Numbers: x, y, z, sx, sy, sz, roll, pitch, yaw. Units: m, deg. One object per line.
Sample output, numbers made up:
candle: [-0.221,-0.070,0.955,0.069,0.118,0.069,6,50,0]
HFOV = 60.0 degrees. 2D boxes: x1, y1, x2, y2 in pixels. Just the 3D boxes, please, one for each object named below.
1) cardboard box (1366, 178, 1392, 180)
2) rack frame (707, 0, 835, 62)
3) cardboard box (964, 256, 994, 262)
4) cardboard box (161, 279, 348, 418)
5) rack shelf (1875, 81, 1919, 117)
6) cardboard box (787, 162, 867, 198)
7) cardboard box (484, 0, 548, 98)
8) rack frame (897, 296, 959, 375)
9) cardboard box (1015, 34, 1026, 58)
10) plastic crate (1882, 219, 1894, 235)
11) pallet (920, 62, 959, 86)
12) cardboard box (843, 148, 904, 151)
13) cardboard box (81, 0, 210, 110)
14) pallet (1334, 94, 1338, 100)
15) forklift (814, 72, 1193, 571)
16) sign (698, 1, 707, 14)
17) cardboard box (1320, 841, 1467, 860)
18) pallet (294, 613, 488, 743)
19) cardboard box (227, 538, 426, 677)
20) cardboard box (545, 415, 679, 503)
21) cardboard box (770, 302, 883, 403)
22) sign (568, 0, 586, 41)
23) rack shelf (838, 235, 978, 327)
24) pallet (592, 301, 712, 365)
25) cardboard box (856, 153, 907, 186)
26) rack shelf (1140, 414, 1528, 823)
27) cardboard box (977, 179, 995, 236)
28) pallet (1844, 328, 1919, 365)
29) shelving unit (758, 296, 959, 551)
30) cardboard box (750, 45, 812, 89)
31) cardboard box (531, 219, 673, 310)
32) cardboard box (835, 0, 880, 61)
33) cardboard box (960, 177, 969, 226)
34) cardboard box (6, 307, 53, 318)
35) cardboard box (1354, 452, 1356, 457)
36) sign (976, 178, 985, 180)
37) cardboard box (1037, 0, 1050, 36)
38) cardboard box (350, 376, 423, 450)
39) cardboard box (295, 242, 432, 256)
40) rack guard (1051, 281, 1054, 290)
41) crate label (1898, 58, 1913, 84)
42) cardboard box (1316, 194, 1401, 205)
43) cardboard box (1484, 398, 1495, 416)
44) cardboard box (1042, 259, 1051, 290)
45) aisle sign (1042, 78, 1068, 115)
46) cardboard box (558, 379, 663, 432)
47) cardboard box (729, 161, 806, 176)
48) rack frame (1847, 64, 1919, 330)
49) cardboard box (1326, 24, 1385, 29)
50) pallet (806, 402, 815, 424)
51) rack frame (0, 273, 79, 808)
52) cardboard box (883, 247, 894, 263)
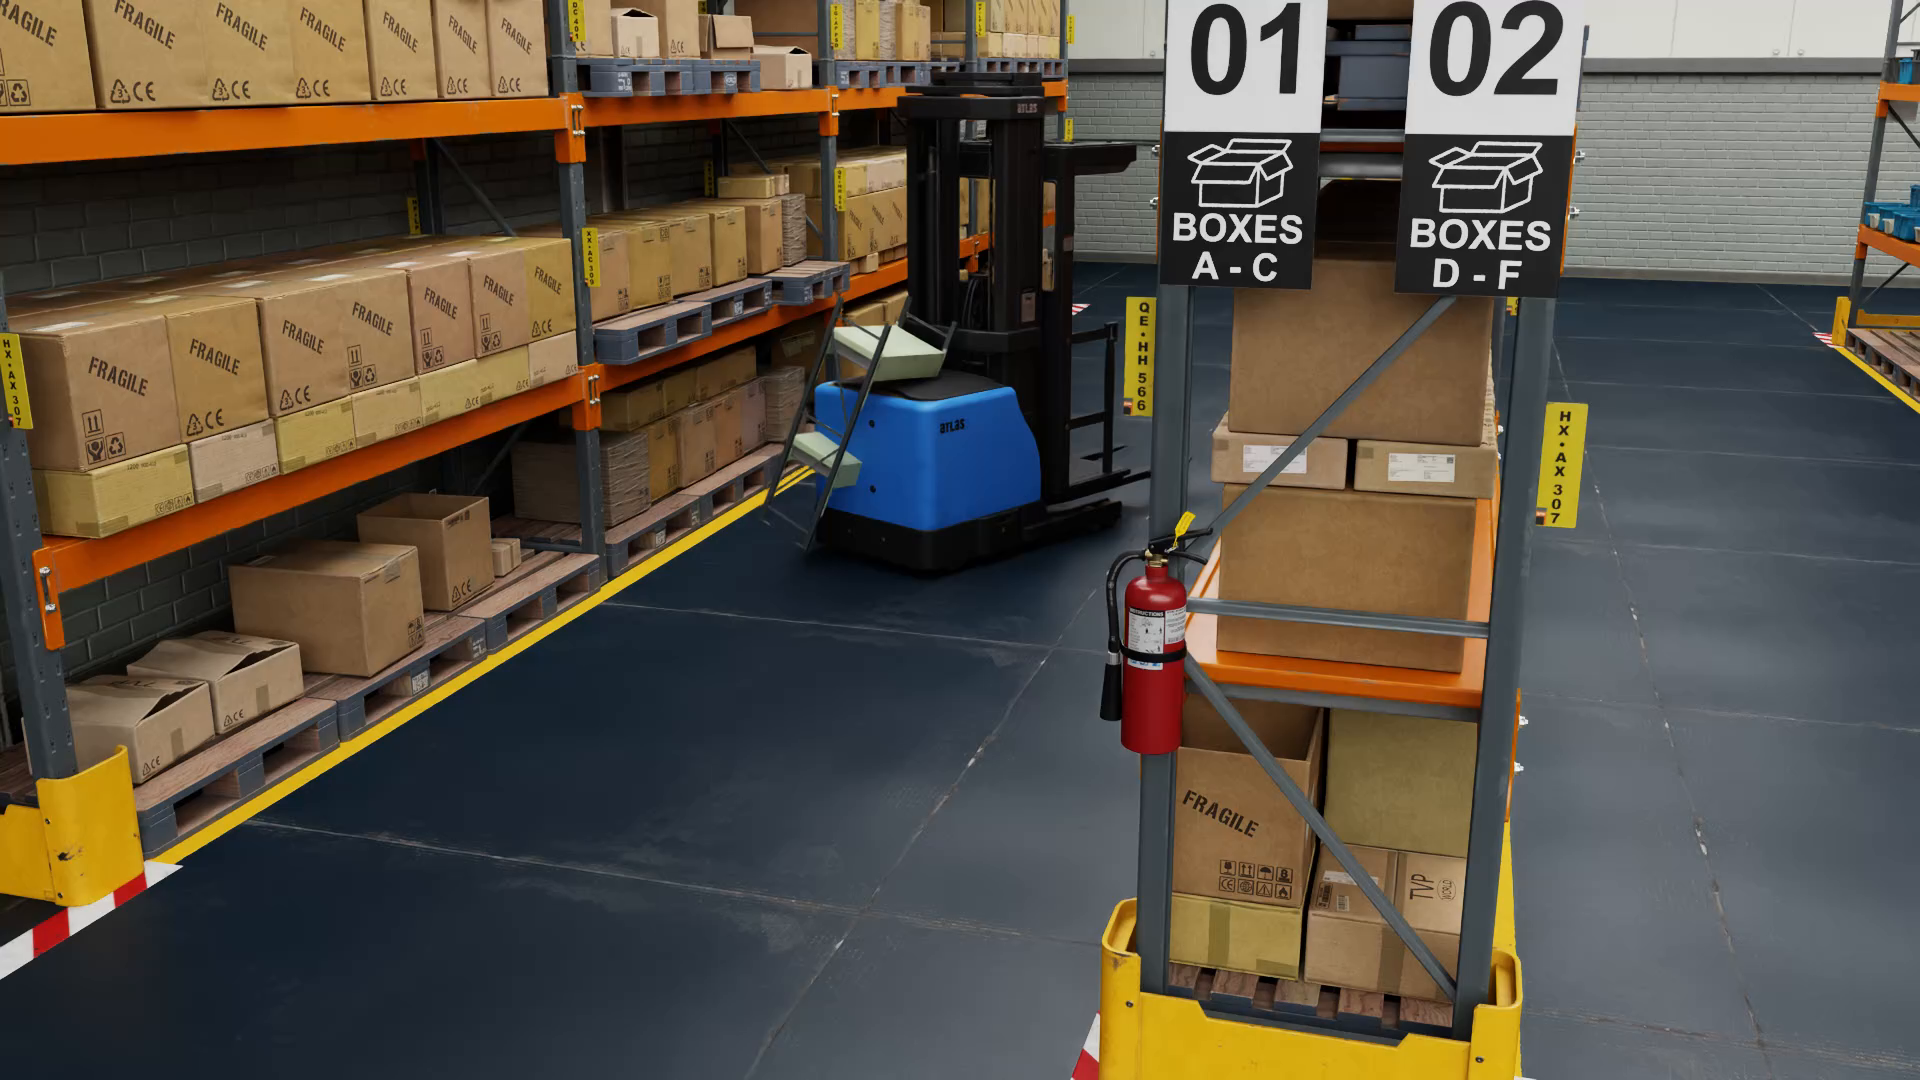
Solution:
cardboard box: [4.077,-3.065,15.185,0.700,0.500,0.500,-1,16,-3]
rack frame: [-1.461,-5.144,12.474,1.000,3.000,0.127,5,16,16]
cardboard box: [0.194,-3.188,19.194,0.380,0.149,0.250,5,17,16]
cardboard box: [-3.008,-0.828,7.115,0.500,0.500,0.500,4,16,14]
rack shelf: [9.742,-4.156,15.807,1.077,0.370,4.000,5,16,16]
cardboard box: [-1.077,-2.926,13.508,0.500,0.250,0.500,5,17,17]
cardboard box: [-2.505,-2.560,8.642,0.500,0.500,0.500,5,17,17]
rack frame: [-0.435,-0.774,10.539,0.400,1.500,0.023,32,23,24]
cardboard box: [0.422,-5.353,18.029,0.500,0.250,0.500,4,16,14]
plastic crate: [9.562,-3.191,16.954,0.250,0.136,0.298,5,16,16]
pallet: [-0.538,-4.412,15.740,0.805,0.209,1.217,4,16,14]
cardboard box: [-0.847,-3.628,15.986,0.500,0.250,0.500,5,17,17]
cardboard box: [-3.213,-1.872,6.214,0.500,0.500,0.500,6,17,20]
pallet: [2.391,-2.411,8.686,0.805,0.209,1.217,4,16,14]
forklift: [0.439,-1.553,10.932,1.130,2.935,3.031,14,21,40]
sign: [-1.991,-4.033,12.961,0.100,0.325,0.005,5,16,16]
cardboard box: [1.520,1.085,5.777,0.500,0.250,0.500,5,16,16]
pallet: [-3.100,0.629,8.226,1.003,0.211,1.213,5,16,16]
cardboard box: [-3.033,0.315,7.997,0.700,0.500,0.500,4,16,12]
cardboard box: [-2.306,-0.553,11.058,0.700,0.500,0.500,4,16,15]
cardboard box: [-1.127,-1.608,14.171,0.750,0.750,0.750,4,16,15]
sign: [-2.076,-2.863,8.982,0.100,0.325,0.005,5,16,16]
rack shelf: [-0.893,-2.435,15.236,1.077,0.370,4.000,5,16,16]
pallet: [-2.241,-1.308,10.295,1.003,0.211,1.213,5,16,16]
cardboard box: [-0.656,-3.324,14.913,0.500,0.250,0.500,4,16,15]
rack shelf: [1.584,0.041,6.506,1.077,0.370,4.000,5,16,16]
cardboard box: [-0.155,-3.589,17.437,0.980,0.700,0.700,5,17,17]
pallet: [10.039,-2.028,17.594,1.003,0.211,1.213,5,16,16]
shelving unit: [-0.626,-0.728,10.231,0.431,1.500,0.755,32,23,24]
cardboard box: [-1.407,-3.458,12.155,0.500,0.311,0.500,5,16,16]
cardboard box: [-2.255,-1.747,10.503,0.700,0.500,0.500,6,17,22]
cardboard box: [-1.109,-4.378,14.283,0.700,0.500,0.500,6,17,19]
cardboard box: [-0.214,-3.365,16.431,0.500,0.500,0.500,4,16,15]
cardboard box: [-3.805,-0.603,6.322,0.500,0.500,0.500,4,16,15]
cardboard box: [1.305,-0.089,5.462,0.700,0.500,0.500,5,17,17]
sign: [0.198,-3.784,16.696,0.100,0.325,0.005,5,16,16]
cardboard box: [0.713,-5.990,18.901,0.500,0.500,0.500,5,17,18]
cardboard box: [-2.862,-0.607,7.711,0.500,0.250,0.500,5,17,16]
cardboard box: [-3.082,-1.268,8.666,0.500,0.500,0.500,5,16,16]
rack guard: [0.819,-3.155,21.035,1.175,0.500,0.348,5,16,16]
crate label: [9.739,-4.738,16.812,0.408,0.251,0.502,5,16,16]
cardboard box: [1.747,-1.121,6.722,0.700,0.500,0.500,5,16,16]
cardboard box: [1.478,-0.362,5.238,0.380,0.149,0.250,5,16,16]
cardboard box: [0.709,-3.159,20.283,0.700,0.500,0.500,5,16,16]
aisle sign: [1.120,-5.597,20.301,0.394,0.787,0.004,5,16,16]
cardboard box: [-2.283,-0.891,10.873,0.500,0.250,0.500,4,16,15]
cardboard box: [-1.581,-2.958,13.623,0.500,0.250,0.500,5,17,17]
rack frame: [10.311,-3.583,17.963,1.000,3.000,0.127,5,16,16]
cardboard box: [1.090,-1.744,5.232,0.500,0.250,0.500,5,16,16]
pallet: [-1.165,-1.117,14.380,1.003,0.211,1.213,5,16,16]
rack frame: [-3.735,-0.165,5.914,1.000,3.000,0.127,5,16,16]
cardboard box: [-0.807,-2.554,14.759,0.380,0.149,0.250,5,17,17]
